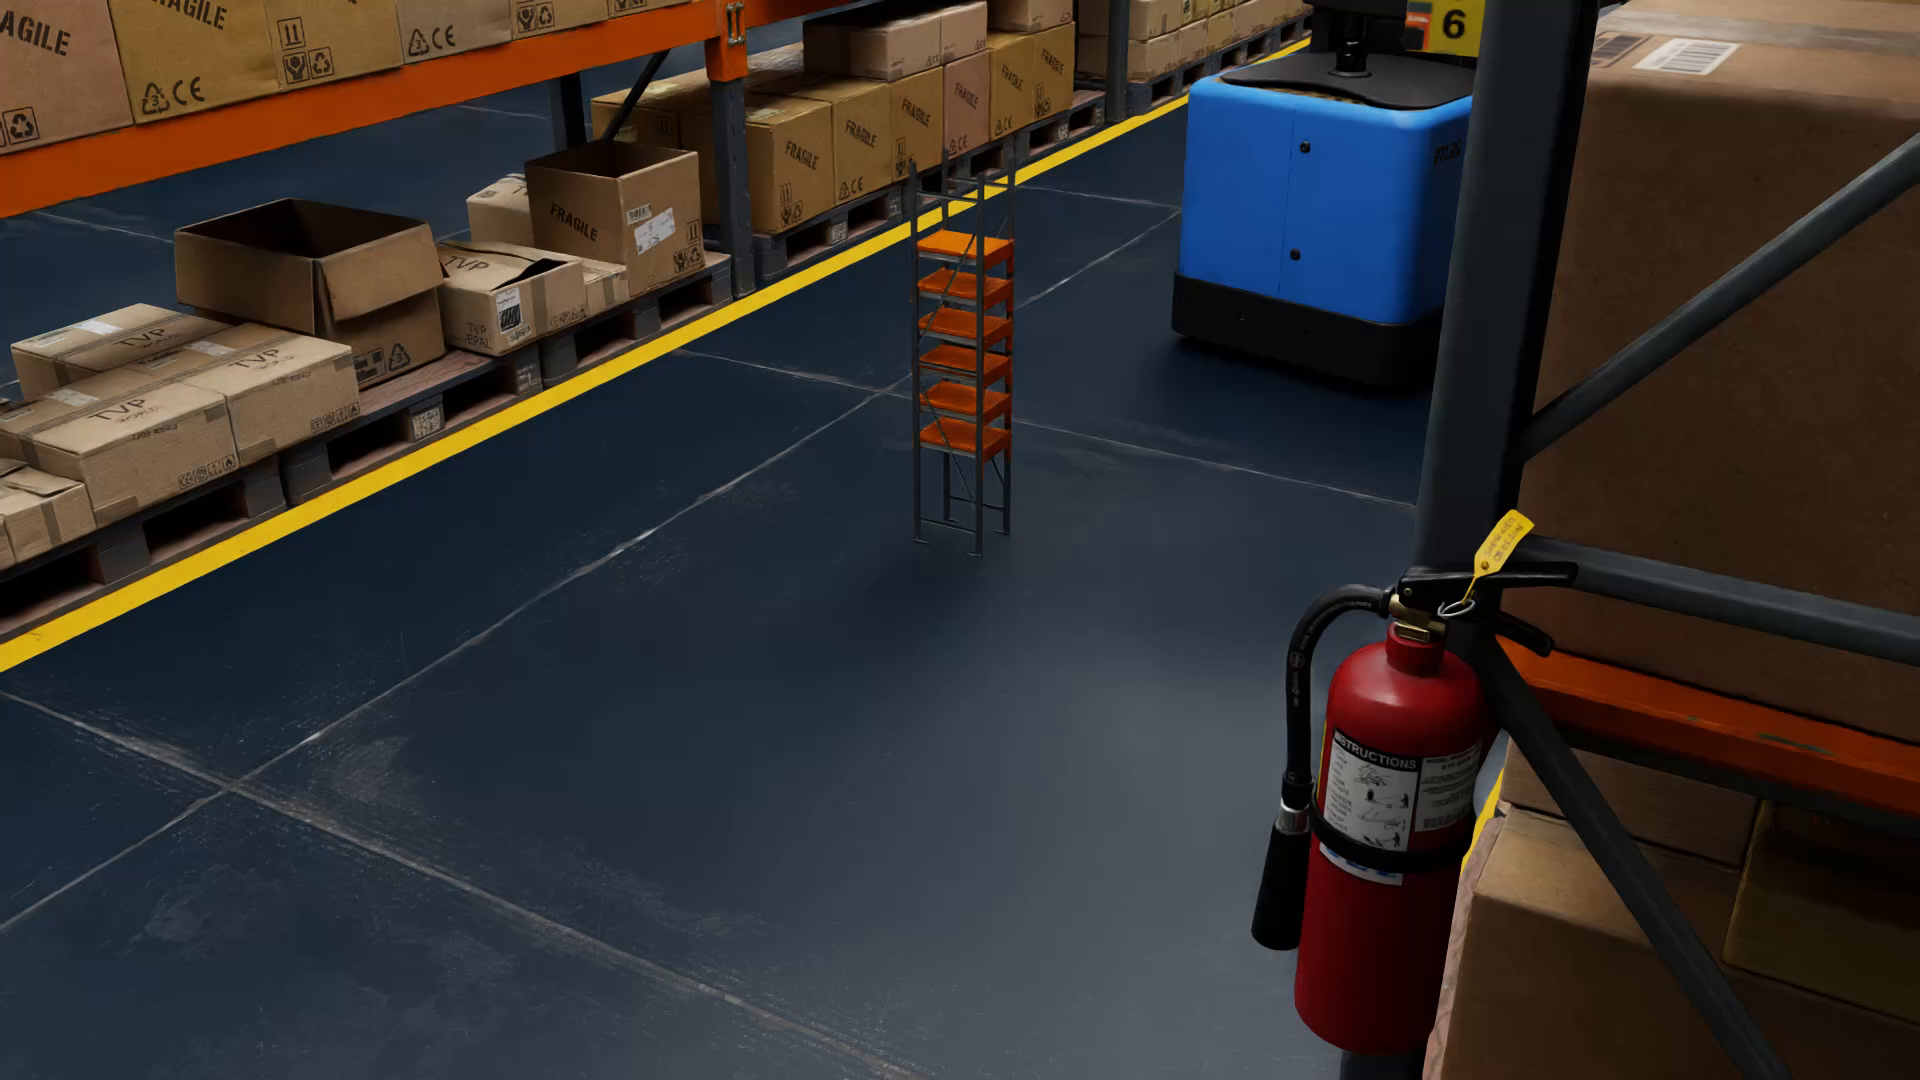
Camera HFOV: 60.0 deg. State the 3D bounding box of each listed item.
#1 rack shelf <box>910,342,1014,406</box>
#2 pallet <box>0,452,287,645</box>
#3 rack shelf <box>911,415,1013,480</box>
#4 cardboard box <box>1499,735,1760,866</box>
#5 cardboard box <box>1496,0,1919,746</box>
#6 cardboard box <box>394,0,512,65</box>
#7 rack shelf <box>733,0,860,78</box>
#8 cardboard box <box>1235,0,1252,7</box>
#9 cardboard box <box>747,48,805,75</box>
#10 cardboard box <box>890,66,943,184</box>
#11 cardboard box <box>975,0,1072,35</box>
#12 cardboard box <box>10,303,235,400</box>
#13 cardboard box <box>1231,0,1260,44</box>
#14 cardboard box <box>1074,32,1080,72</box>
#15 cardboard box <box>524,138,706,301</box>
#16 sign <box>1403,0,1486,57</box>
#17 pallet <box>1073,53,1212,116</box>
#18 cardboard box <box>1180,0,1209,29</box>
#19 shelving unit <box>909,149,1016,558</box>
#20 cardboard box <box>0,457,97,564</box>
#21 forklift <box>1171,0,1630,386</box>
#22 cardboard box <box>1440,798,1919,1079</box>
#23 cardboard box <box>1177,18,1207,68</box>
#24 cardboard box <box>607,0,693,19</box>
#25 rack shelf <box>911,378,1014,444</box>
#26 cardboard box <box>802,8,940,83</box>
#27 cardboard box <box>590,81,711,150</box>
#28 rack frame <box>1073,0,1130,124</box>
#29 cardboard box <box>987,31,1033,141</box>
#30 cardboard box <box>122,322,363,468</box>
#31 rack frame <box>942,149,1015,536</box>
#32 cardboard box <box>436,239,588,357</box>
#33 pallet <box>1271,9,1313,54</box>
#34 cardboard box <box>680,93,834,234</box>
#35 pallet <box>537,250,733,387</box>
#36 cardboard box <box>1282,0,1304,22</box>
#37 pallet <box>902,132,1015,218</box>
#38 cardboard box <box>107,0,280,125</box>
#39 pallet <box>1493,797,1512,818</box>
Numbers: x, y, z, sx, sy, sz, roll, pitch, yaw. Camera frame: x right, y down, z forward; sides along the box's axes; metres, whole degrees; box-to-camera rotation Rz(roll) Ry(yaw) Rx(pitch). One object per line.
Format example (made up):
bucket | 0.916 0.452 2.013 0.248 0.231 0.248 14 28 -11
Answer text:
rack shelf | 0.007 -0.502 5.013 0.258 0.103 0.180 14 30 26
pallet | -2.920 -0.074 5.161 1.003 0.211 1.213 14 30 26
rack shelf | 0.007 -0.288 5.120 0.258 0.103 0.180 14 30 26
cardboard box | 1.127 0.364 2.770 0.380 0.149 0.250 14 30 26
cardboard box | 1.208 -0.226 2.015 0.980 0.700 0.700 16 31 28
cardboard box | -1.907 -1.930 5.644 0.500 0.500 0.500 15 30 27
rack shelf | -0.398 -2.997 8.689 1.077 0.370 4.000 14 30 26
cardboard box | 1.856 -4.052 11.969 0.500 0.311 0.500 14 30 25
cardboard box | -0.891 -2.260 8.714 0.500 0.500 0.500 15 30 27
cardboard box | -0.426 -2.156 8.507 0.500 0.500 0.500 15 30 27
cardboard box | 0.307 -3.073 9.501 0.500 0.250 0.500 15 30 28
cardboard box | -2.803 -0.577 5.632 0.500 0.250 0.500 14 30 26
cardboard box | 1.849 -3.795 12.083 0.500 0.250 0.500 15 30 27
cardboard box | 0.633 -3.315 11.124 0.500 0.250 0.500 15 30 27
cardboard box | -1.415 -1.333 6.864 0.500 0.500 0.500 14 30 26
sign | 0.500 -0.639 1.618 0.100 0.325 0.005 14 30 26
pallet | 1.025 -3.163 11.333 1.003 0.211 1.213 14 30 26
cardboard box | 1.351 -3.653 11.172 0.500 0.311 0.500 13 30 25
shelving unit | 0.007 -0.542 4.993 0.258 1.200 0.189 14 30 26
cardboard box | -2.721 -0.095 4.762 0.380 0.166 0.250 14 30 26
forklift | 2.213 -2.469 6.909 1.130 2.935 3.031 21 34 36
cardboard box | 1.223 0.744 2.735 0.700 0.500 0.500 14 30 26
cardboard box | 1.346 -3.392 11.277 0.500 0.250 0.500 13 30 25
cardboard box | -1.404 -2.332 6.447 0.500 0.500 0.500 15 30 27
rack shelf | 0.007 -0.395 5.066 0.258 0.103 0.180 14 30 26
cardboard box | -0.439 -2.478 8.312 0.500 0.250 0.500 14 30 26
cardboard box | -1.388 -1.873 7.942 0.500 0.500 0.500 14 30 26
rack frame | 0.586 -4.098 10.085 1.000 3.000 0.127 14 30 26
cardboard box | 0.076 -2.559 9.312 0.500 0.500 0.500 13 29 24
cardboard box | -2.343 -0.486 5.451 0.500 0.250 0.500 14 30 26
rack frame | 0.052 -0.578 5.064 0.240 1.200 0.006 14 30 26
cardboard box | -1.784 -0.957 6.322 0.500 0.311 0.500 14 30 26
pallet | 2.226 -4.114 13.233 1.003 0.211 1.213 14 30 26
cardboard box | -0.931 -1.753 7.702 0.500 0.500 0.500 13 29 24
pallet | -1.720 -1.025 7.061 1.003 0.211 1.213 14 30 26
cardboard box | 2.352 -4.193 12.877 0.500 0.250 0.500 14 30 25
pallet | -0.415 -2.095 9.199 1.003 0.211 1.213 14 30 26
cardboard box | -2.403 -1.537 4.858 0.500 0.500 0.500 14 30 26
pallet | 1.892 0.554 3.908 1.003 0.211 1.213 14 30 26
